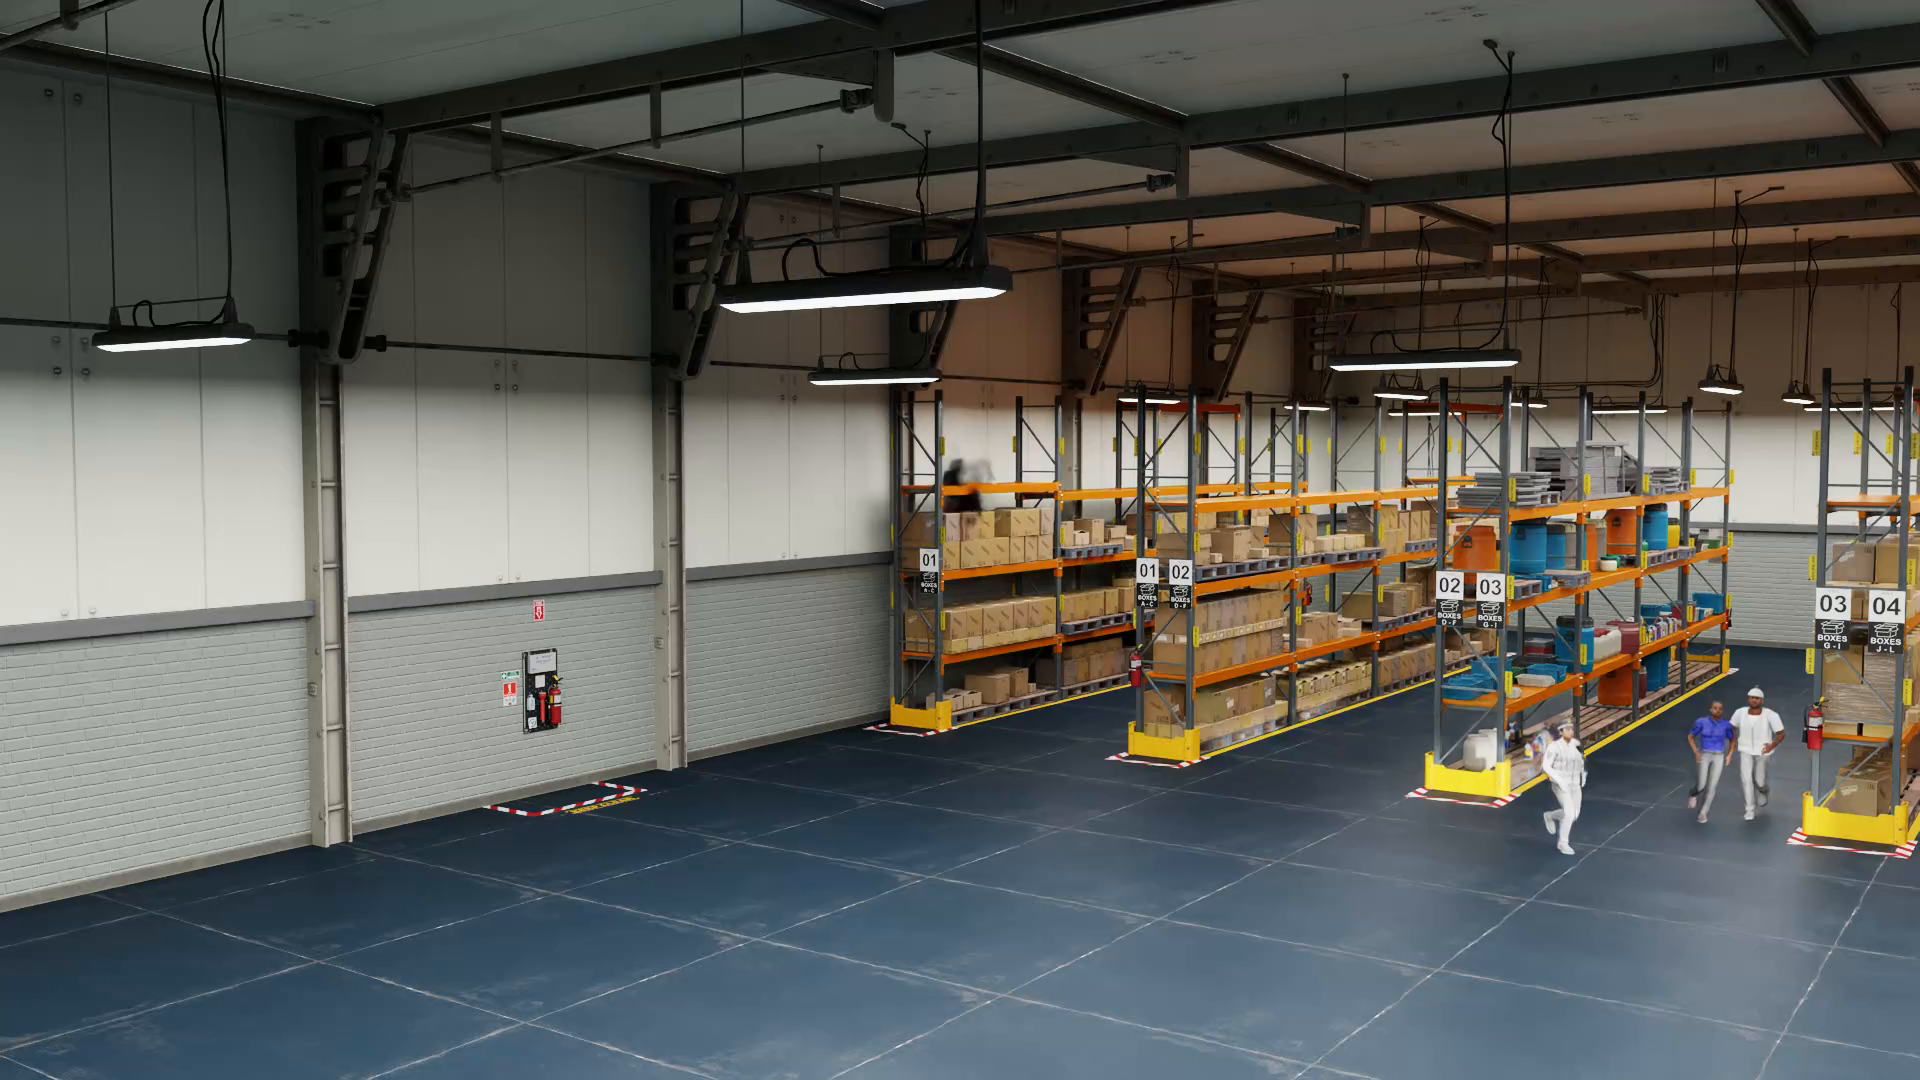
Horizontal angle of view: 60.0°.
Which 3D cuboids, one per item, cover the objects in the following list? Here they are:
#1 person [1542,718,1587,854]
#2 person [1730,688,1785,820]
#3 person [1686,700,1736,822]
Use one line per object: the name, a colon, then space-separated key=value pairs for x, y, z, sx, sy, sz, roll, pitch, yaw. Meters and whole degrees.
person: x=7.474 y=3.019 z=20.662 sx=0.626 sy=1.676 sz=0.621 roll=-1 pitch=3 yaw=-19
person: x=10.738 y=2.863 z=22.459 sx=0.714 sy=1.745 sz=0.813 roll=2 pitch=4 yaw=34
person: x=10.109 y=2.955 z=22.369 sx=0.598 sy=1.629 sz=0.604 roll=1 pitch=3 yaw=13
